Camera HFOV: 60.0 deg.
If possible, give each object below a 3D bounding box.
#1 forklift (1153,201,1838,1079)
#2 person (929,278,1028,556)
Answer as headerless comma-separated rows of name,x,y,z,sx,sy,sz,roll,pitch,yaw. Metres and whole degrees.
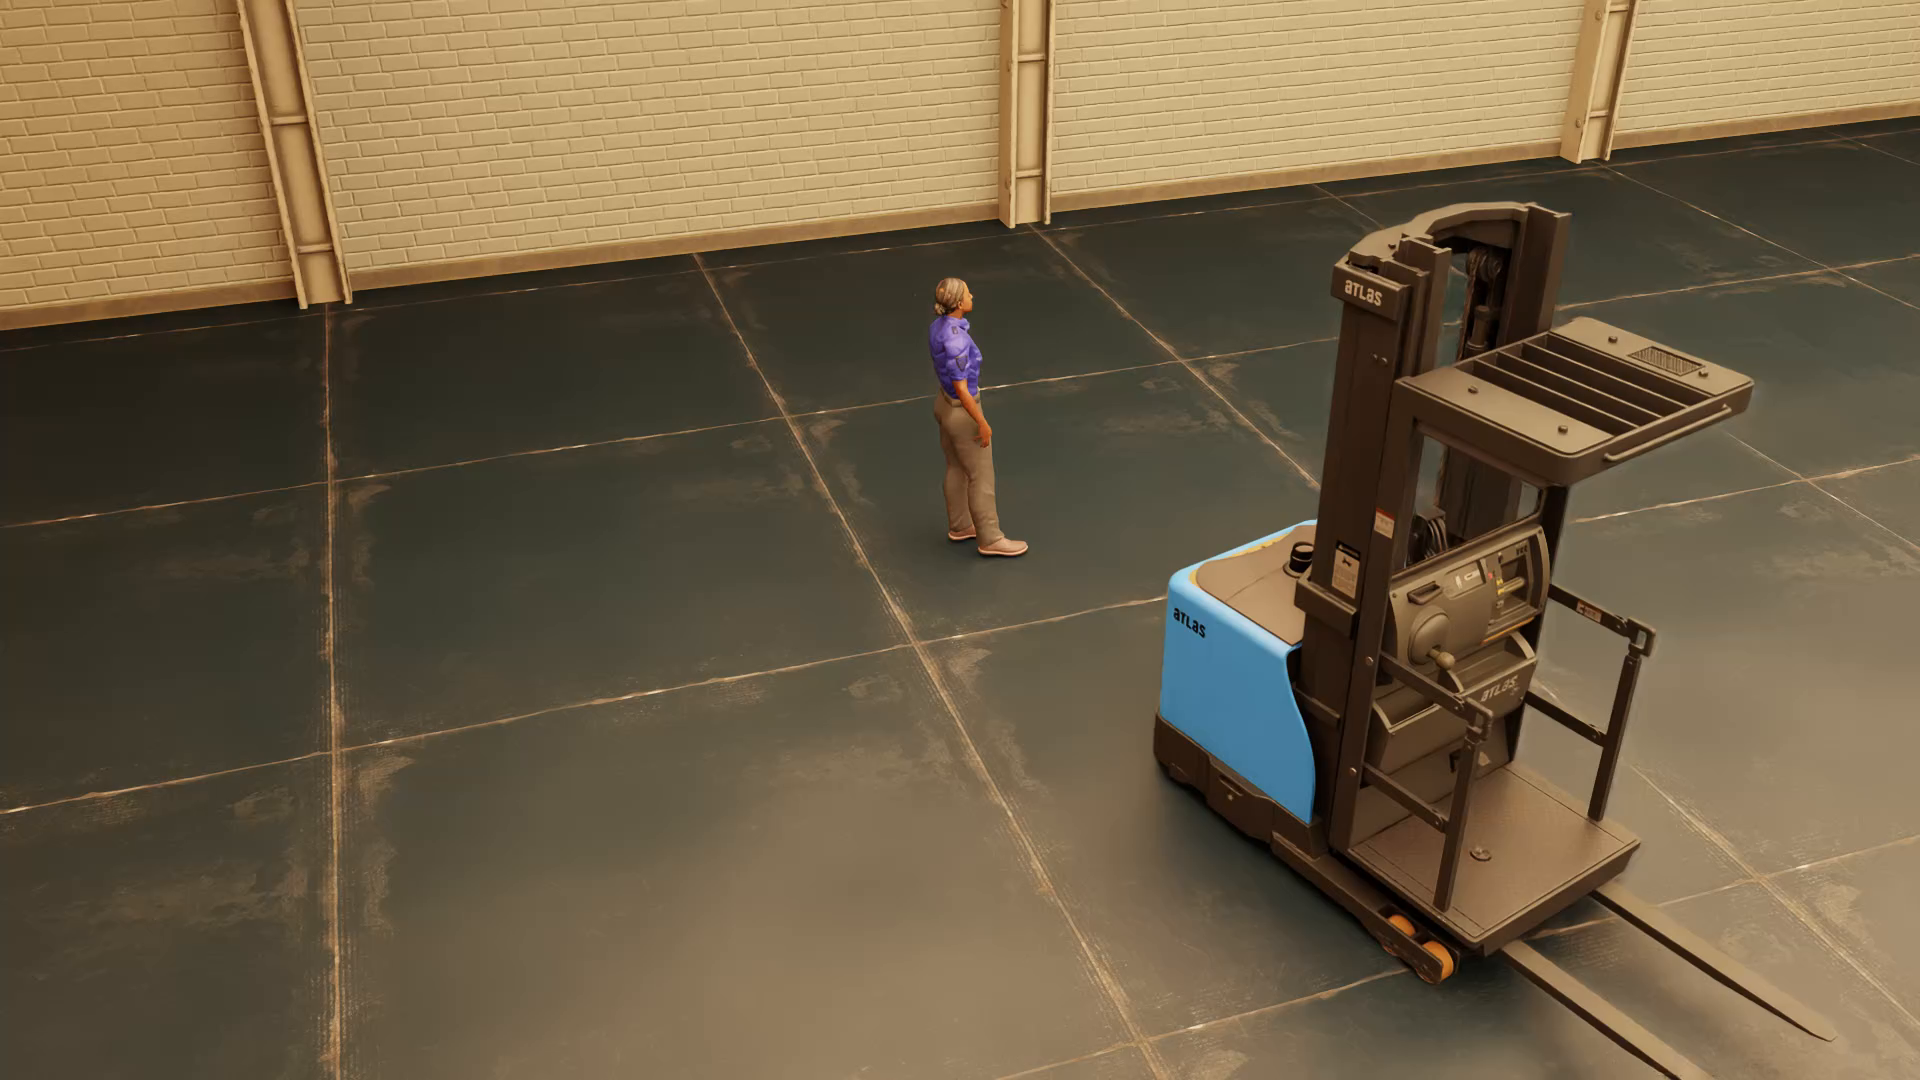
forklift,2.196,0.279,6.602,1.130,2.935,3.031,-19,35,-30
person,0.089,-0.728,9.617,0.504,1.654,0.569,-10,31,-16
